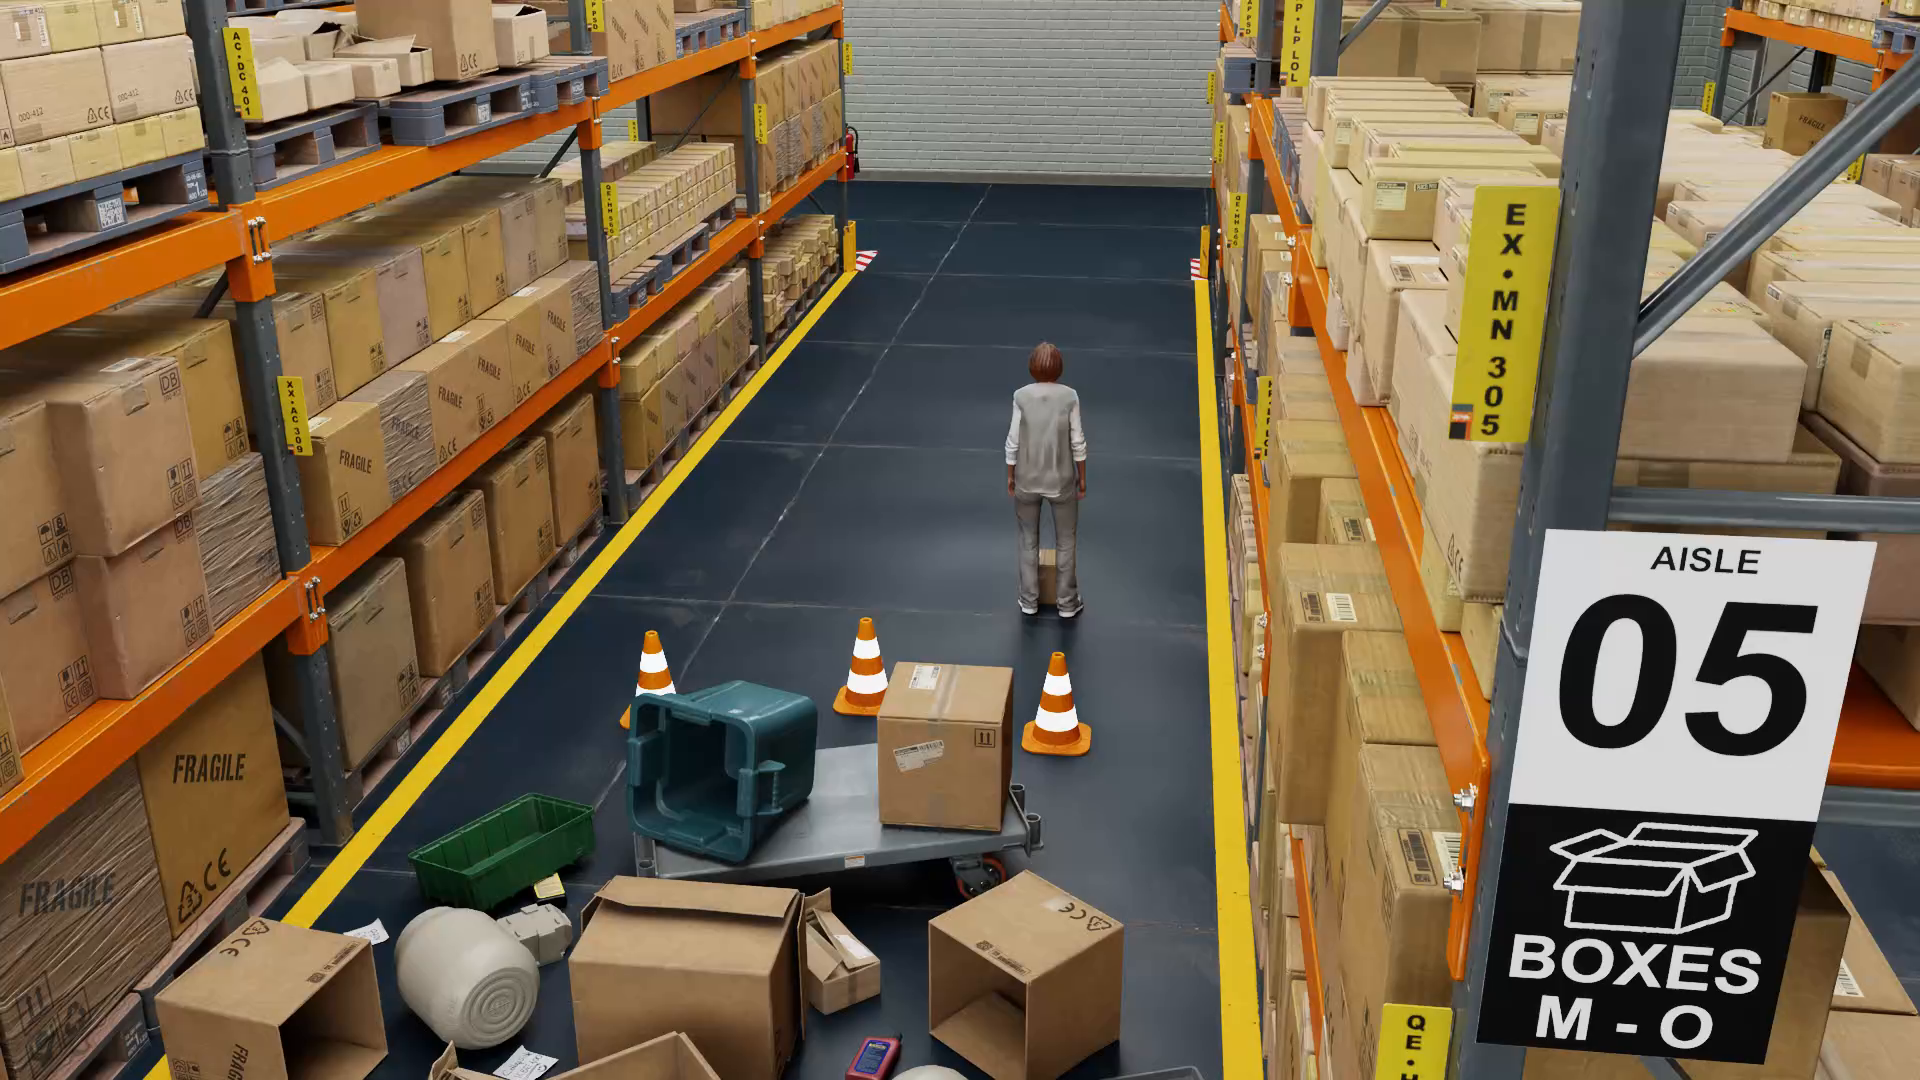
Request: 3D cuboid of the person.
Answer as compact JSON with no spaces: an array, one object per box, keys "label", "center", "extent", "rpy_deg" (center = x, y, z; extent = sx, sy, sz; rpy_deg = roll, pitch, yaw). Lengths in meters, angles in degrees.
[{"label":"person","center":[0.486,-0.325,9.425],"extent":[0.461,1.593,0.365],"rpy_deg":[3,22,7]}]
